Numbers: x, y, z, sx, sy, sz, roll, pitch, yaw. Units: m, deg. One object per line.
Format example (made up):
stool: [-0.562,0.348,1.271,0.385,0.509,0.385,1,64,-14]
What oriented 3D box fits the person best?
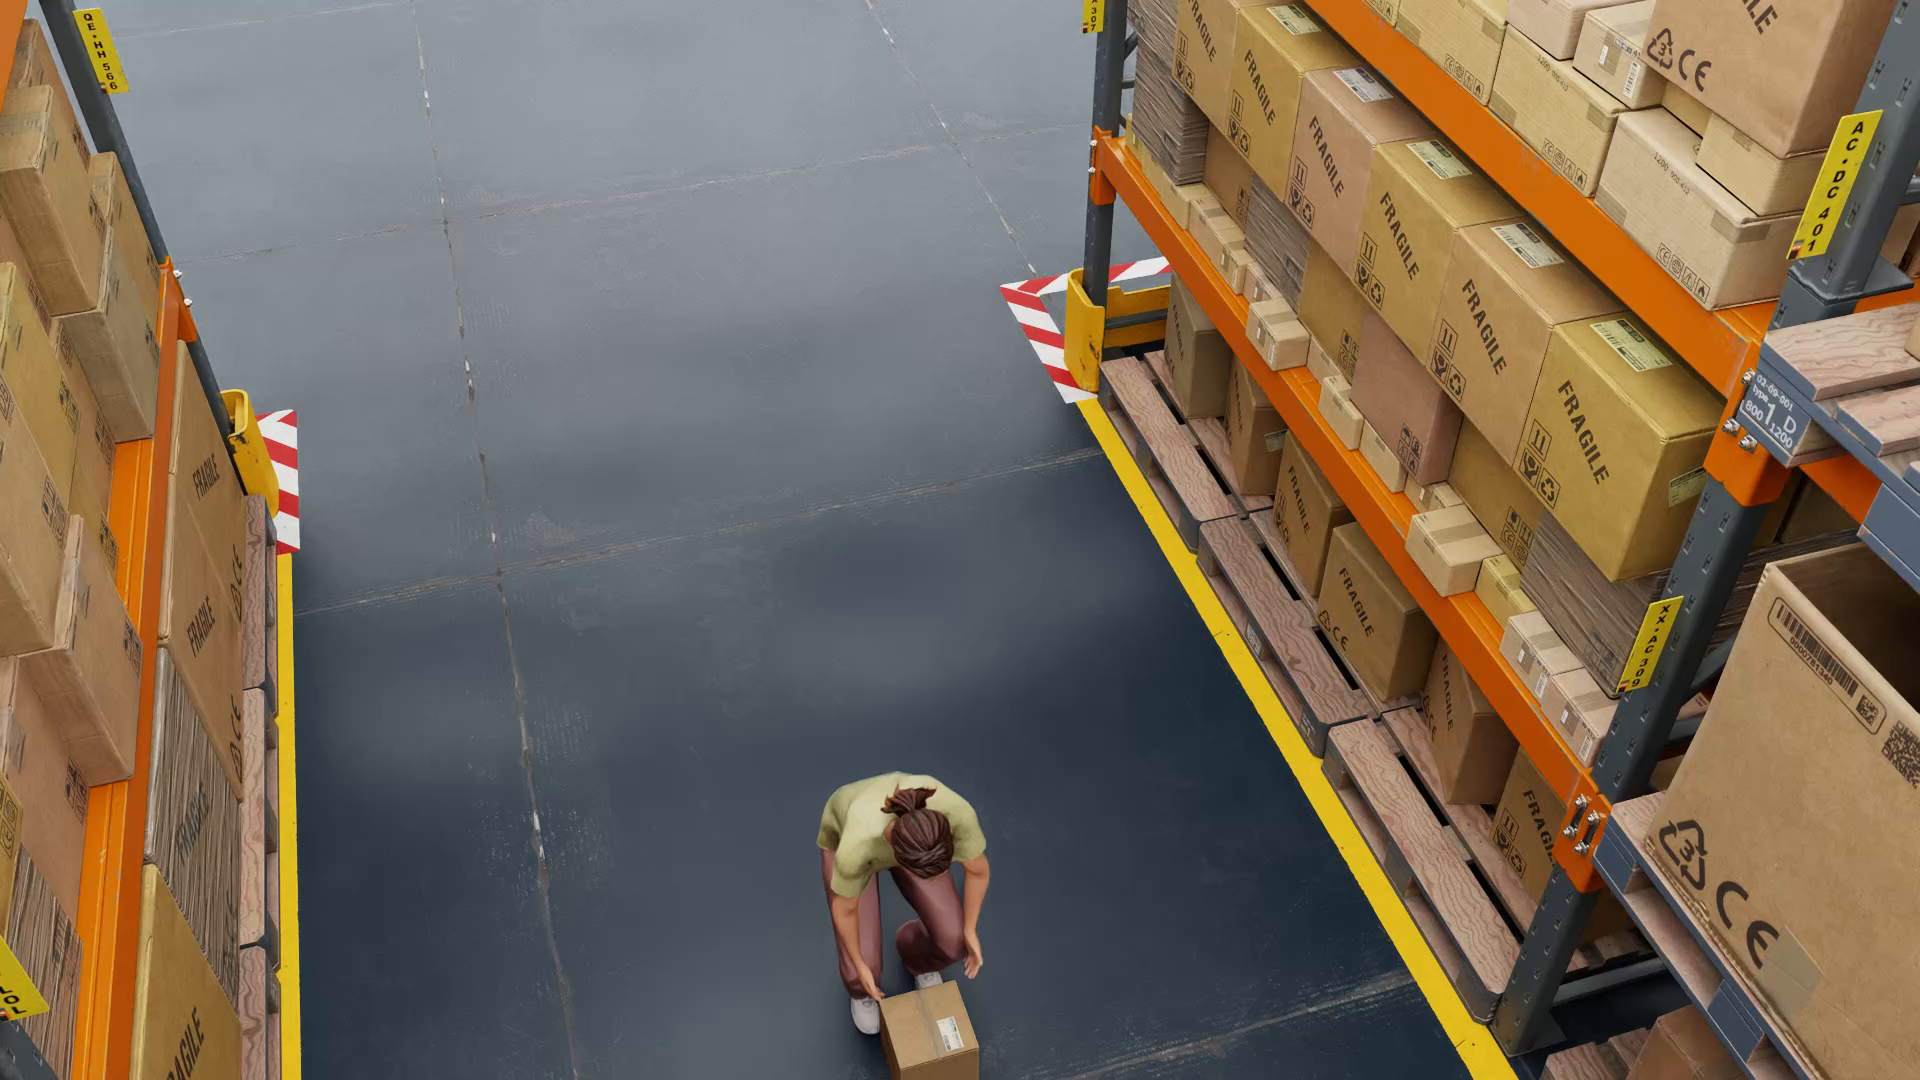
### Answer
person: [-0.181,1.097,5.279,0.511,1.249,0.704,-12,44,-13]
